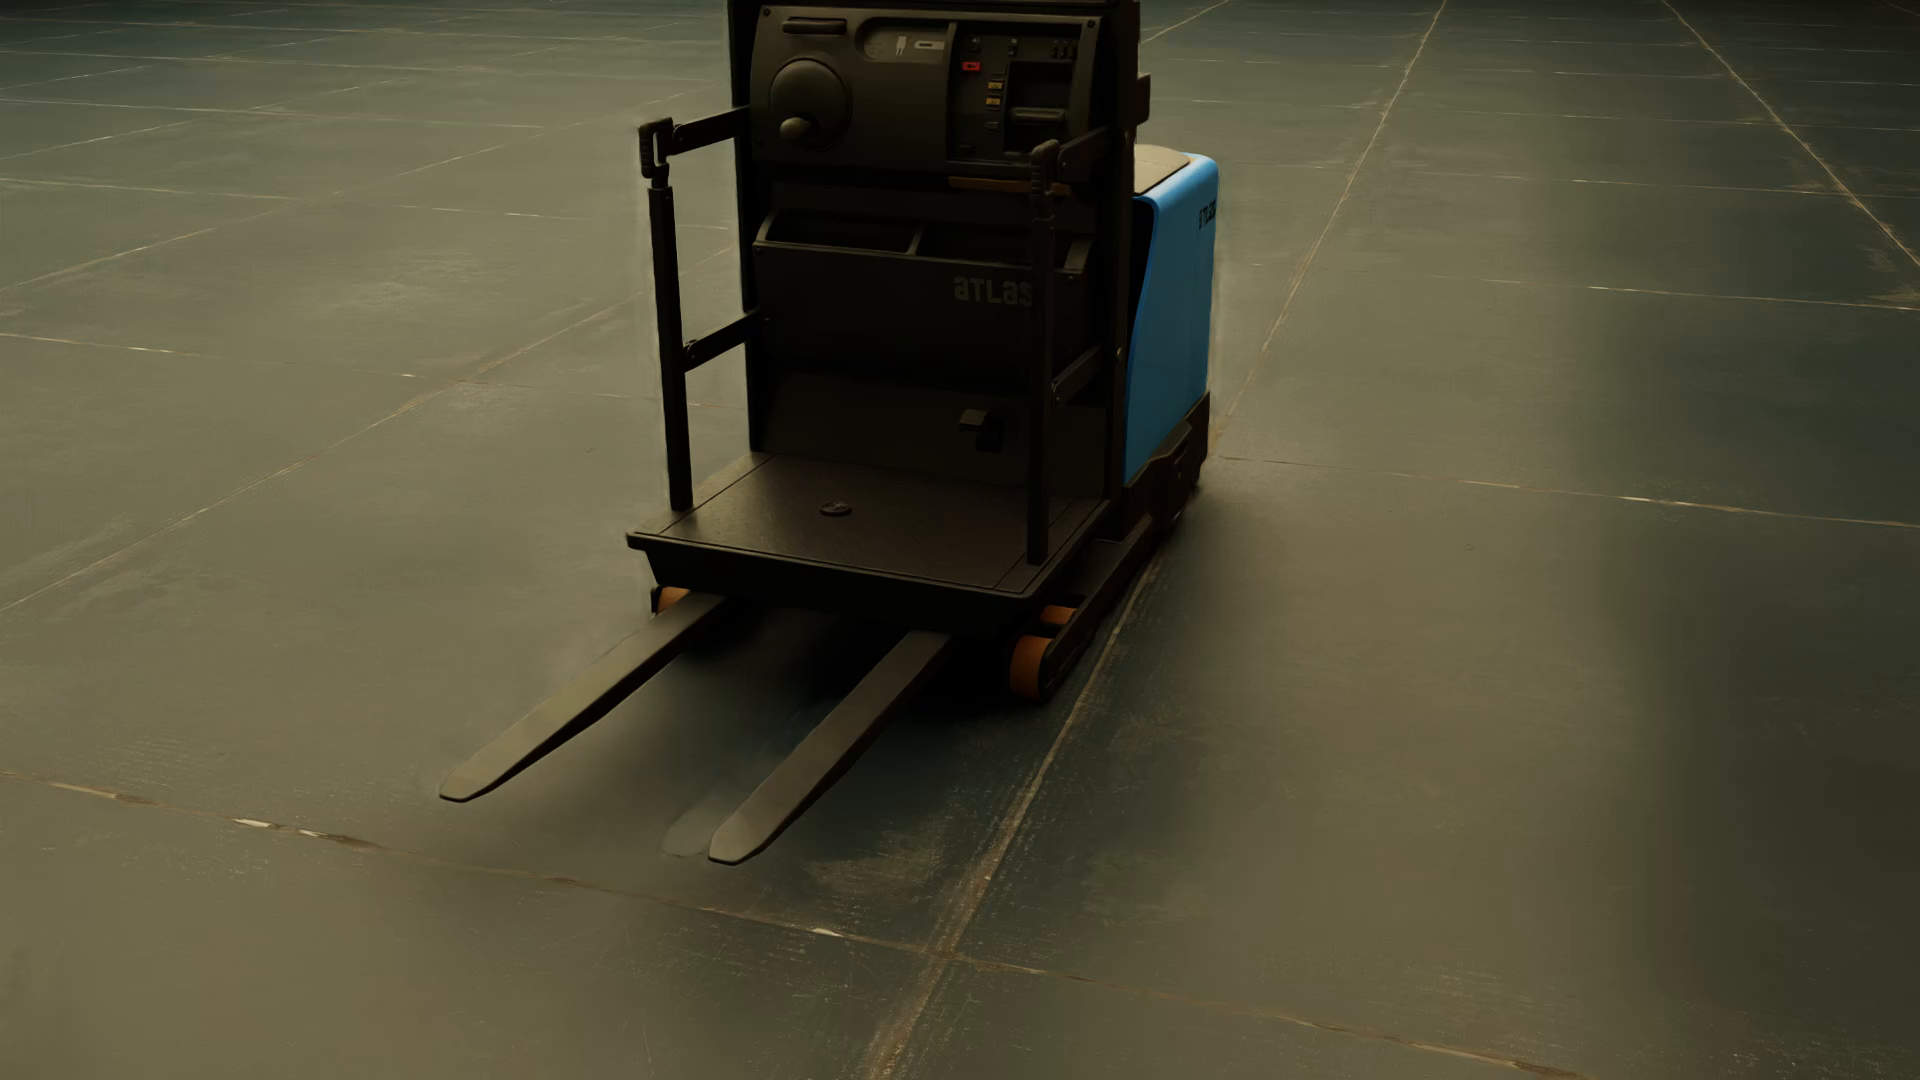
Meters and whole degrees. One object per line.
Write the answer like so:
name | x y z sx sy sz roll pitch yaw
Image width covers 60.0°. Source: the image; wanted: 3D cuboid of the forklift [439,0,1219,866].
forklift | -0.177 -1.132 4.023 1.130 2.935 3.031 8 24 20
